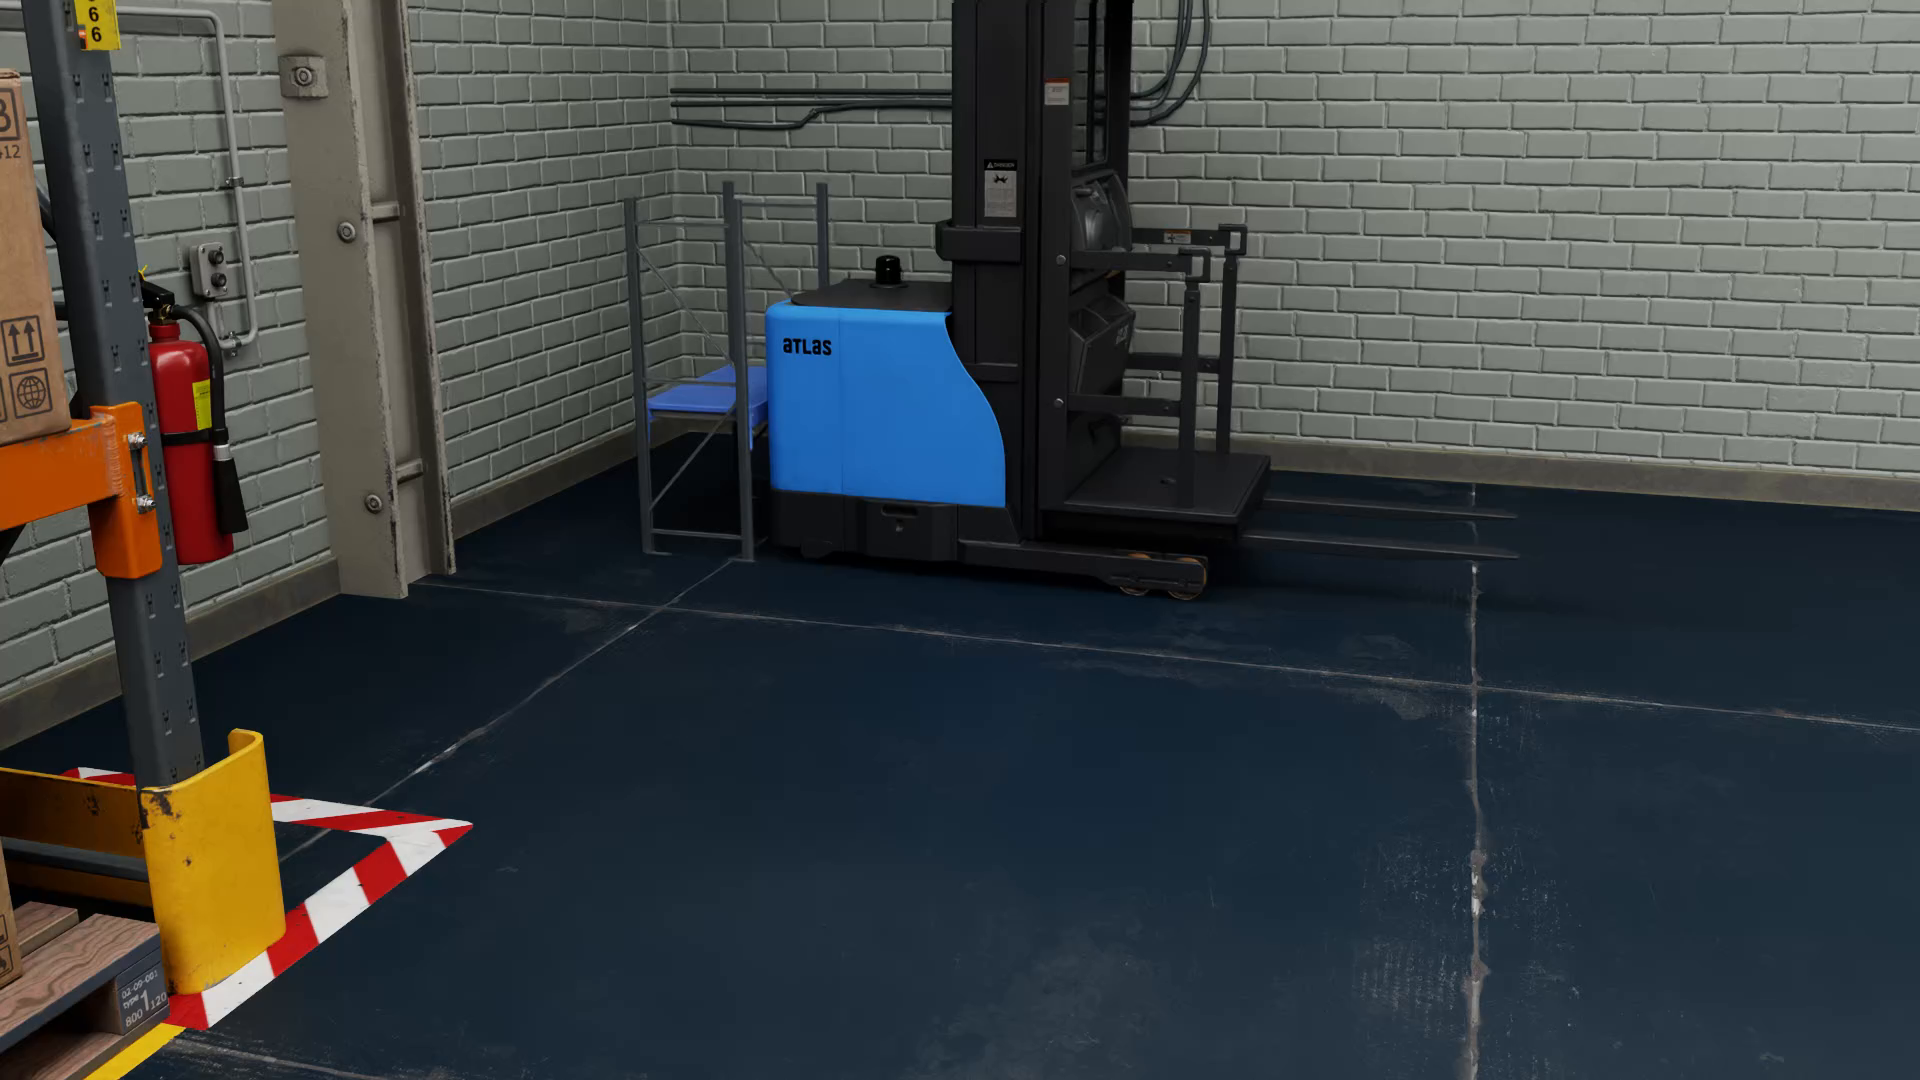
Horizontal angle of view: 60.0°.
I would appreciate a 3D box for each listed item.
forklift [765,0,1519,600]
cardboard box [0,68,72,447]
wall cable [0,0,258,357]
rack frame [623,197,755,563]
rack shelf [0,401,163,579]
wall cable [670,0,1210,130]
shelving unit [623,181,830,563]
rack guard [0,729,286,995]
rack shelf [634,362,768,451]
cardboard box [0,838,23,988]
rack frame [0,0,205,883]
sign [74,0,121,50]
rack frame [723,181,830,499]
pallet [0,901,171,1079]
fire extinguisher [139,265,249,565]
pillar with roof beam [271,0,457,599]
[{"bbox_3d":[0.762,-1.337,6.673,3.031,2.935,1.130,5,17,16],"label":"forklift"},{"bbox_3d":[-2.356,-0.512,3.087,0.980,0.700,0.700,5,17,18],"label":"cardboard box"},{"bbox_3d":[-2.764,-1.399,4.902,0.084,1.984,1.851,5,16,16],"label":"wall cable"},{"bbox_3d":[-1.112,-0.646,6.859,0.500,1.500,0.032,4,16,15],"label":"rack frame"},{"bbox_3d":[-2.789,0.368,1.854,1.077,0.370,4.000,5,16,16],"label":"rack shelf"},{"bbox_3d":[-0.271,-3.346,8.325,3.097,2.526,0.112,5,16,16],"label":"wall cable"},{"bbox_3d":[-0.979,-0.780,7.331,0.538,1.500,1.048,4,16,15],"label":"shelving unit"},{"bbox_3d":[-2.214,0.695,3.964,1.175,0.500,0.348,5,16,16],"label":"rack guard"},{"bbox_3d":[-0.979,-0.607,7.380,0.538,0.185,1.000,4,16,15],"label":"rack shelf"},{"bbox_3d":[-2.324,0.690,3.212,0.700,0.500,0.500,5,16,16],"label":"cardboard box"},{"bbox_3d":[-2.221,-0.502,3.601,1.000,3.000,0.127,5,16,16],"label":"rack frame"},{"bbox_3d":[-1.704,-1.127,3.249,0.100,0.325,0.005,5,16,16],"label":"sign"},{"bbox_3d":[-0.847,-0.914,7.803,0.500,1.500,0.032,4,16,15],"label":"rack frame"},{"bbox_3d":[-2.373,1.055,3.223,1.003,0.211,1.213,5,16,16],"label":"pallet"},{"bbox_3d":[-1.735,-0.289,3.675,0.296,0.674,0.183,5,16,16],"label":"fire extinguisher"},{"bbox_3d":[1.845,-3.827,4.332,9.100,9.000,0.400,5,16,16],"label":"pillar with roof beam"}]
